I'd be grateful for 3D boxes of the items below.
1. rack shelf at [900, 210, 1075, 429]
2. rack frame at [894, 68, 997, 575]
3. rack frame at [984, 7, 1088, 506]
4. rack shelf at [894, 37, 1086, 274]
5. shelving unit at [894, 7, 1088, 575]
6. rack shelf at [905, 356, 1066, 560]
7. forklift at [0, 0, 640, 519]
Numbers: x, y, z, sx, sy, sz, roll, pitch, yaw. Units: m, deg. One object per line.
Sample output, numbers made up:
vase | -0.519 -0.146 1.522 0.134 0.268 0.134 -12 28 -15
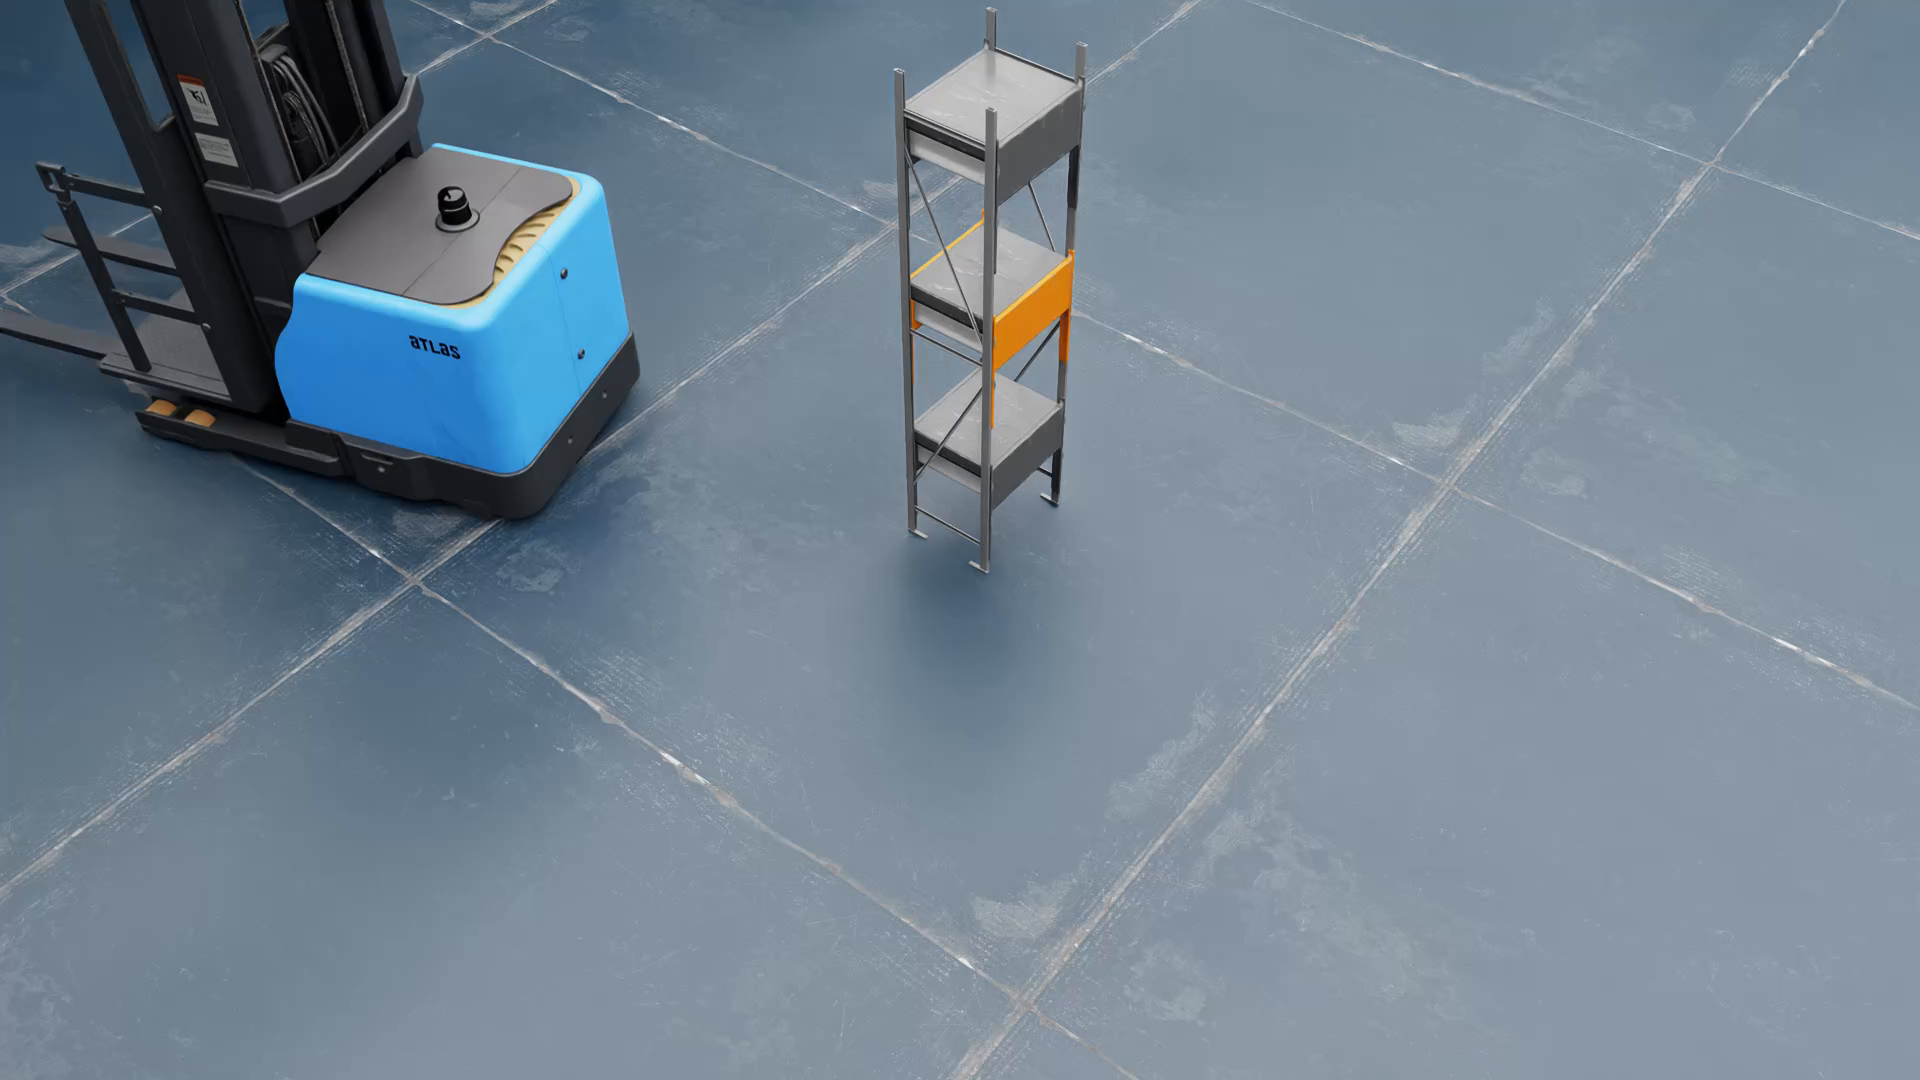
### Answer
rack shelf | 0.101 -0.811 6.091 0.431 0.518 0.480 29 53 25
rack frame | -0.048 -0.680 5.948 0.400 2.100 0.015 29 53 25
rack frame | 0.250 -0.960 6.215 0.400 2.100 0.015 29 53 25
rack shelf | 0.101 -1.294 5.585 0.431 0.518 0.480 29 53 25
shelving unit | 0.101 -0.820 6.081 0.431 2.100 0.503 29 53 25
rack shelf | 0.101 -0.327 6.597 0.431 0.518 0.480 29 53 25
forklift | -2.987 -1.749 6.394 3.031 2.935 1.130 14 48 13
